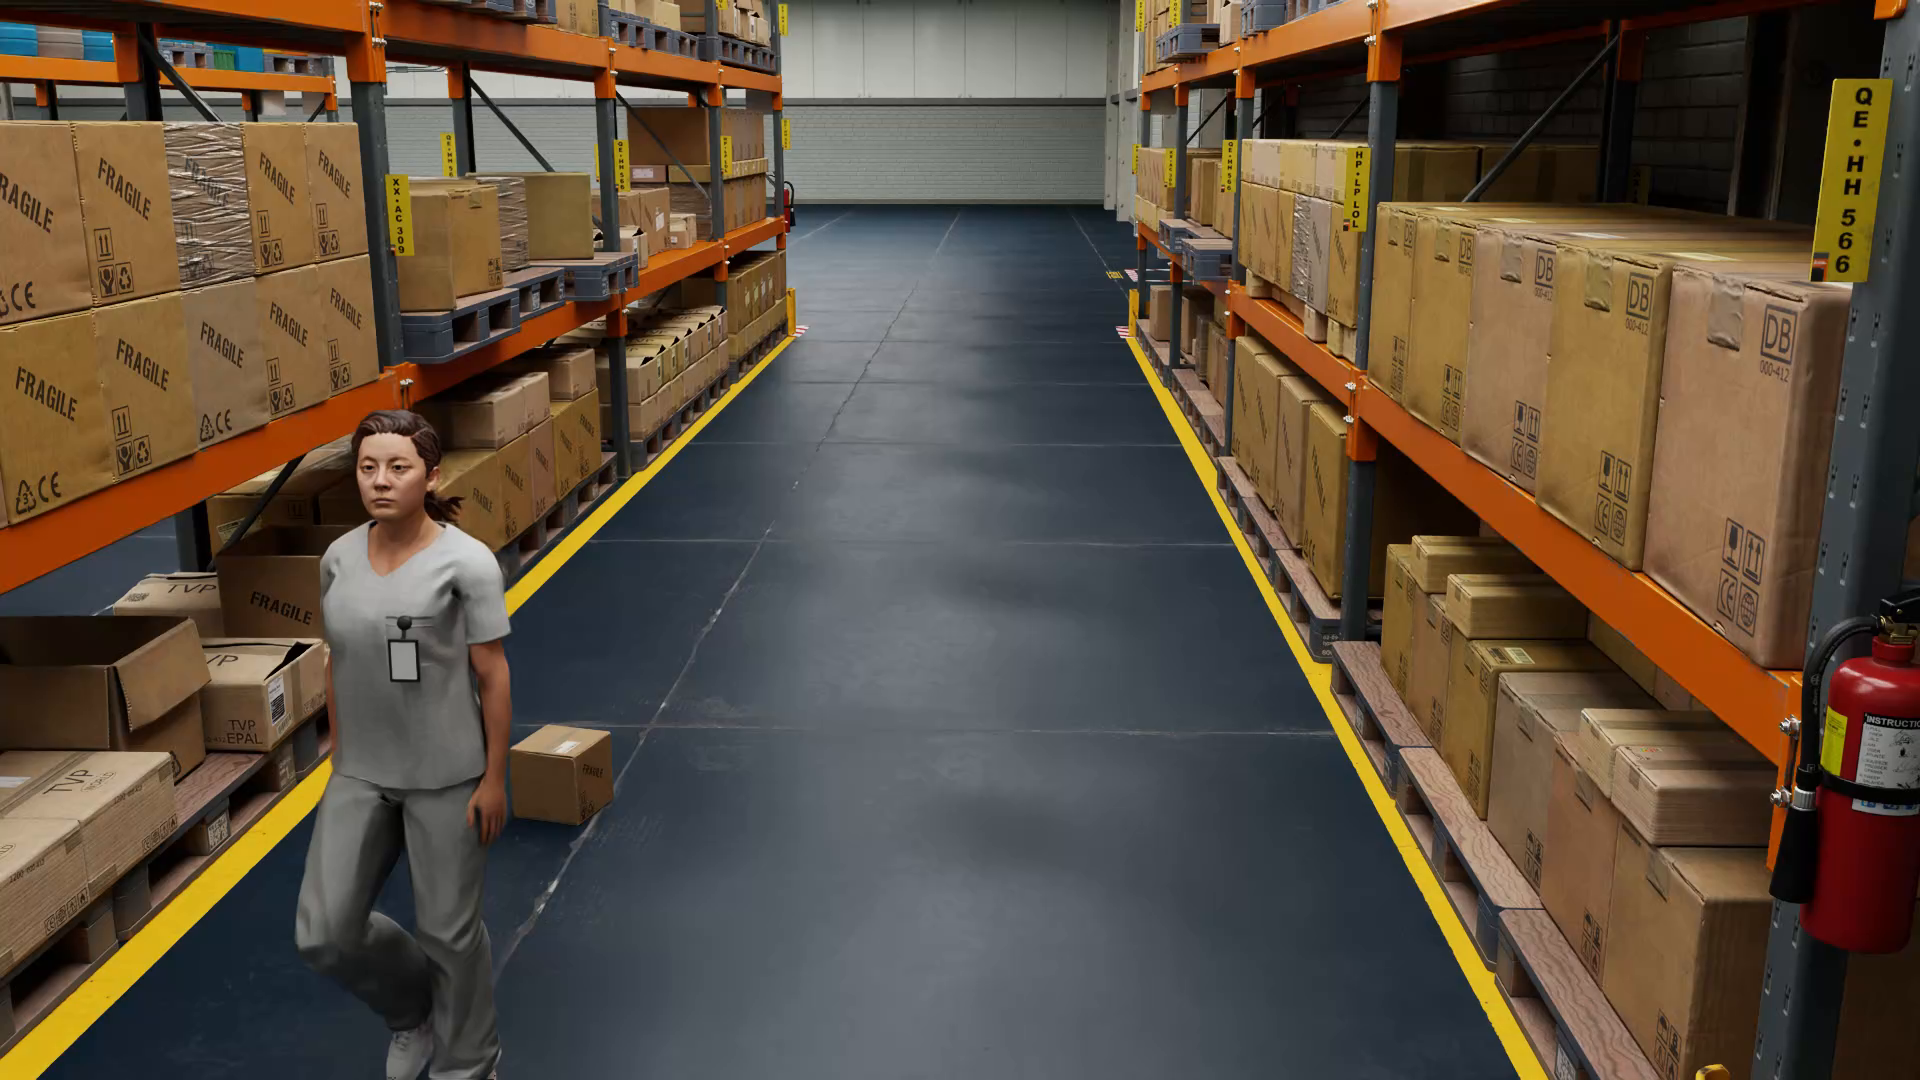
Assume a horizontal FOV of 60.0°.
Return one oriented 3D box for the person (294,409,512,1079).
[{"bbox_3d":[-1.228,0.538,3.732,0.458,1.667,0.464,2,14,9],"label":"person"}]
